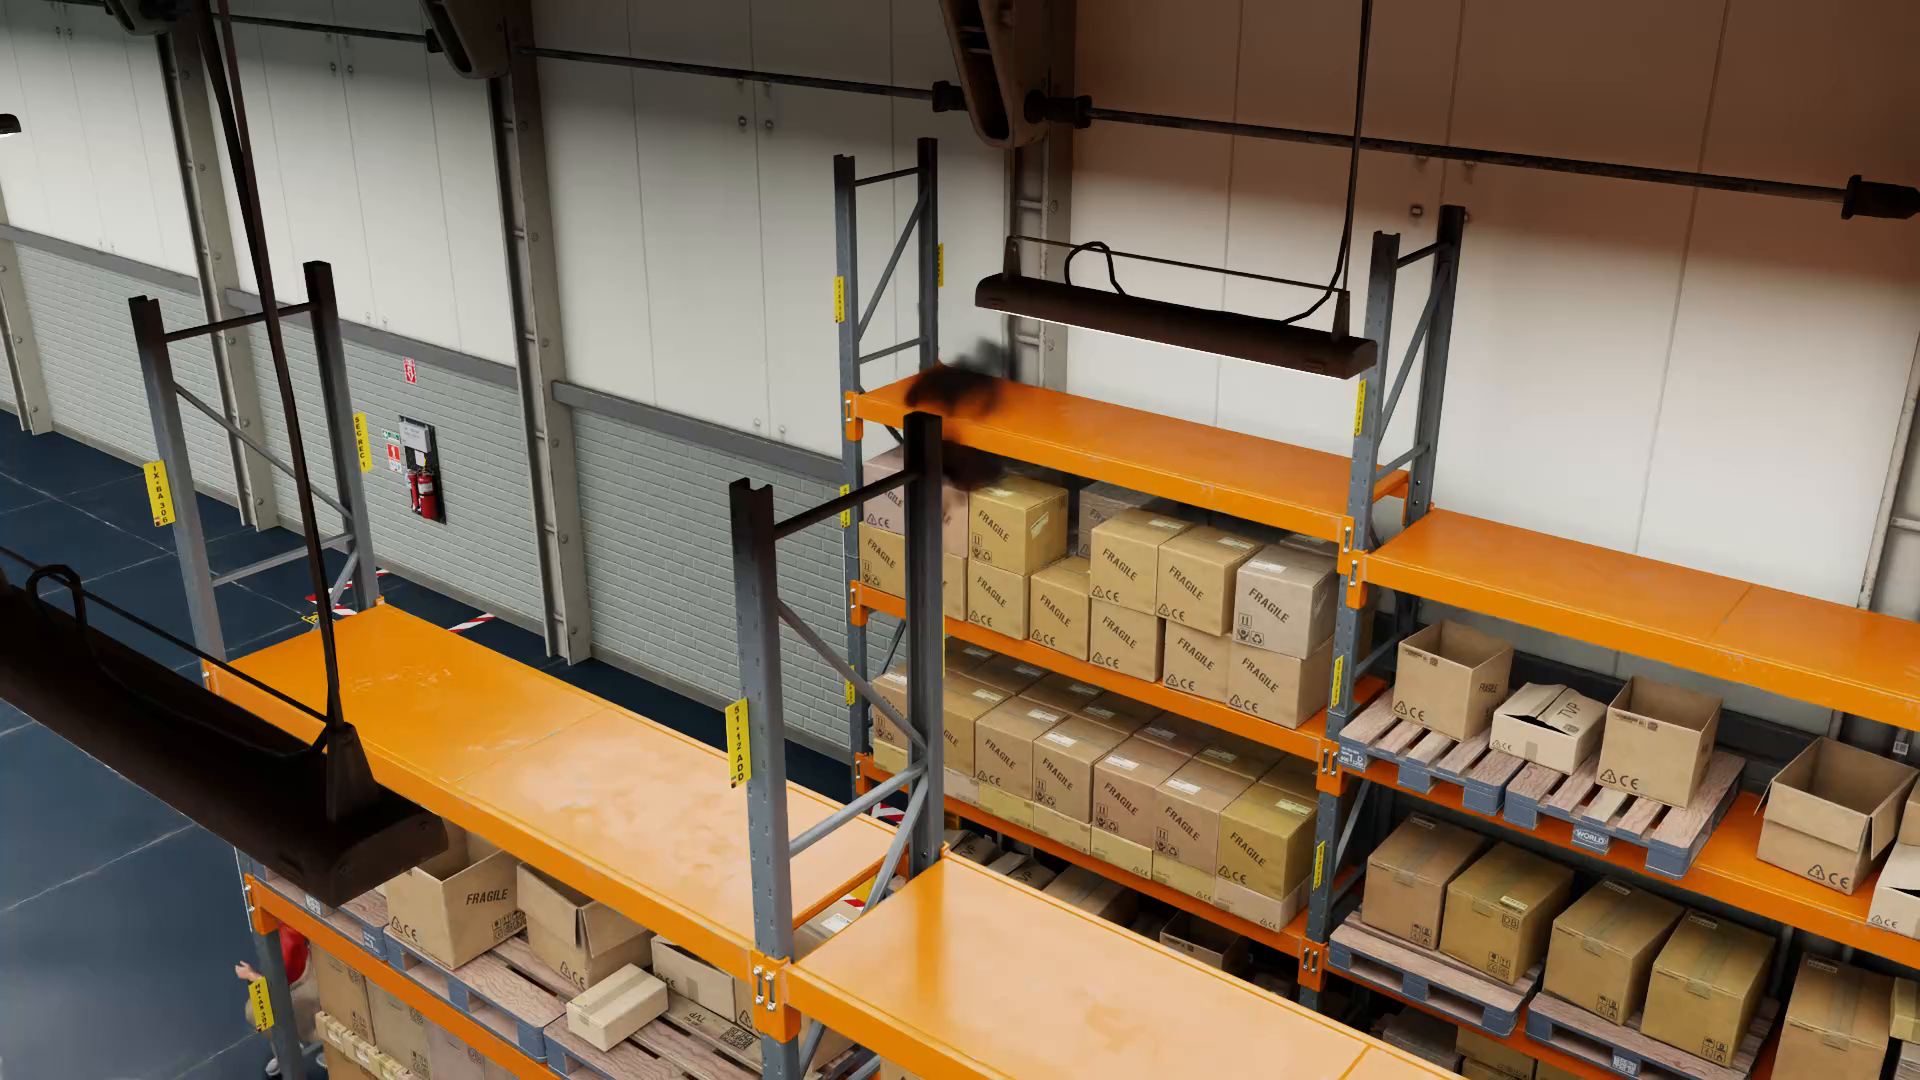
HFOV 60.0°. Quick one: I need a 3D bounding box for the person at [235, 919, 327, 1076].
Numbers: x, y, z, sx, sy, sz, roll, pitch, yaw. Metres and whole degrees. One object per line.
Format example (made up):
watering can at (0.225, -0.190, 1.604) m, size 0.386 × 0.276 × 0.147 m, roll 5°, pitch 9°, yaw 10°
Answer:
person at (-4.513, 3.026, 11.209) m, size 0.688 × 1.703 × 0.660 m, roll -6°, pitch 23°, yaw -14°
